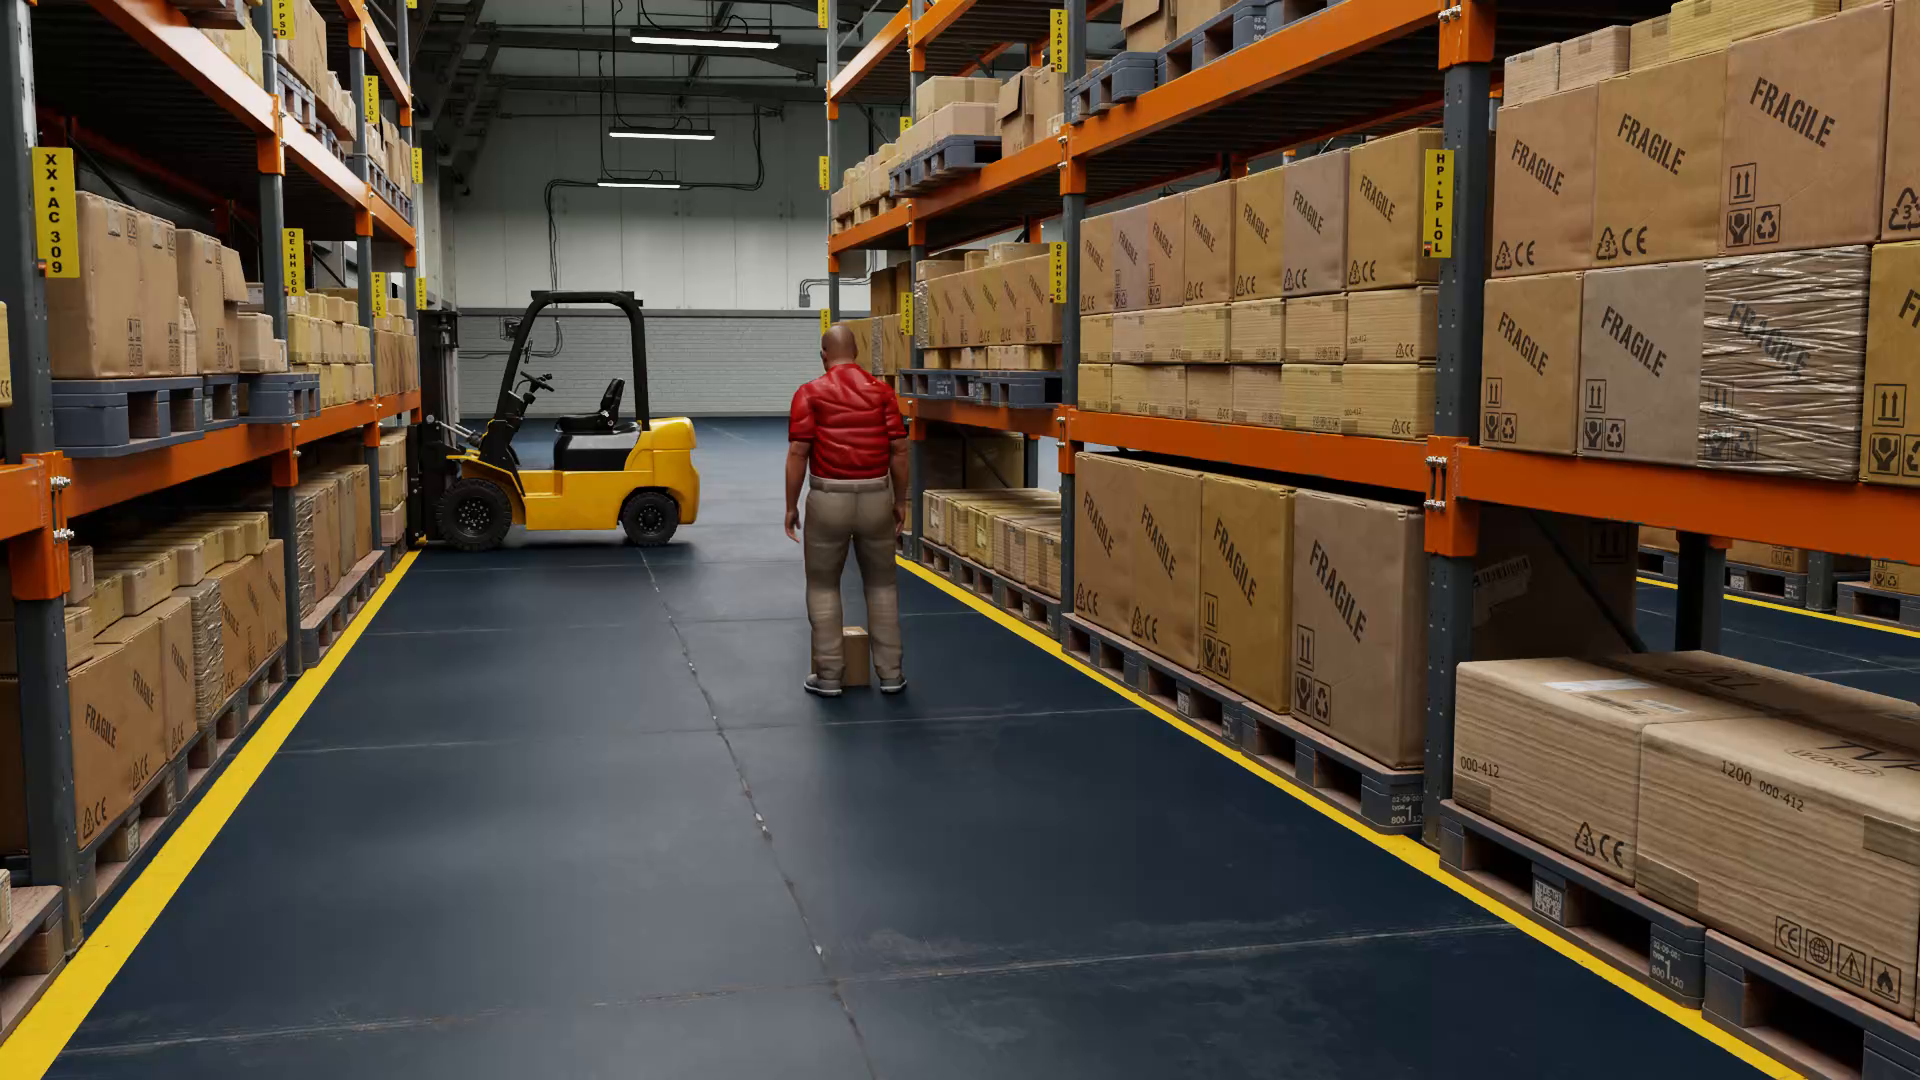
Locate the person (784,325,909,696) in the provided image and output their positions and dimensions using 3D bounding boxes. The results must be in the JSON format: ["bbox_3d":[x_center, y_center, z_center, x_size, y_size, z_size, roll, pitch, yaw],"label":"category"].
[{"bbox_3d":[-0.526,-0.139,7.814,0.605,1.728,0.385,-2,6,-17],"label":"person"}]
